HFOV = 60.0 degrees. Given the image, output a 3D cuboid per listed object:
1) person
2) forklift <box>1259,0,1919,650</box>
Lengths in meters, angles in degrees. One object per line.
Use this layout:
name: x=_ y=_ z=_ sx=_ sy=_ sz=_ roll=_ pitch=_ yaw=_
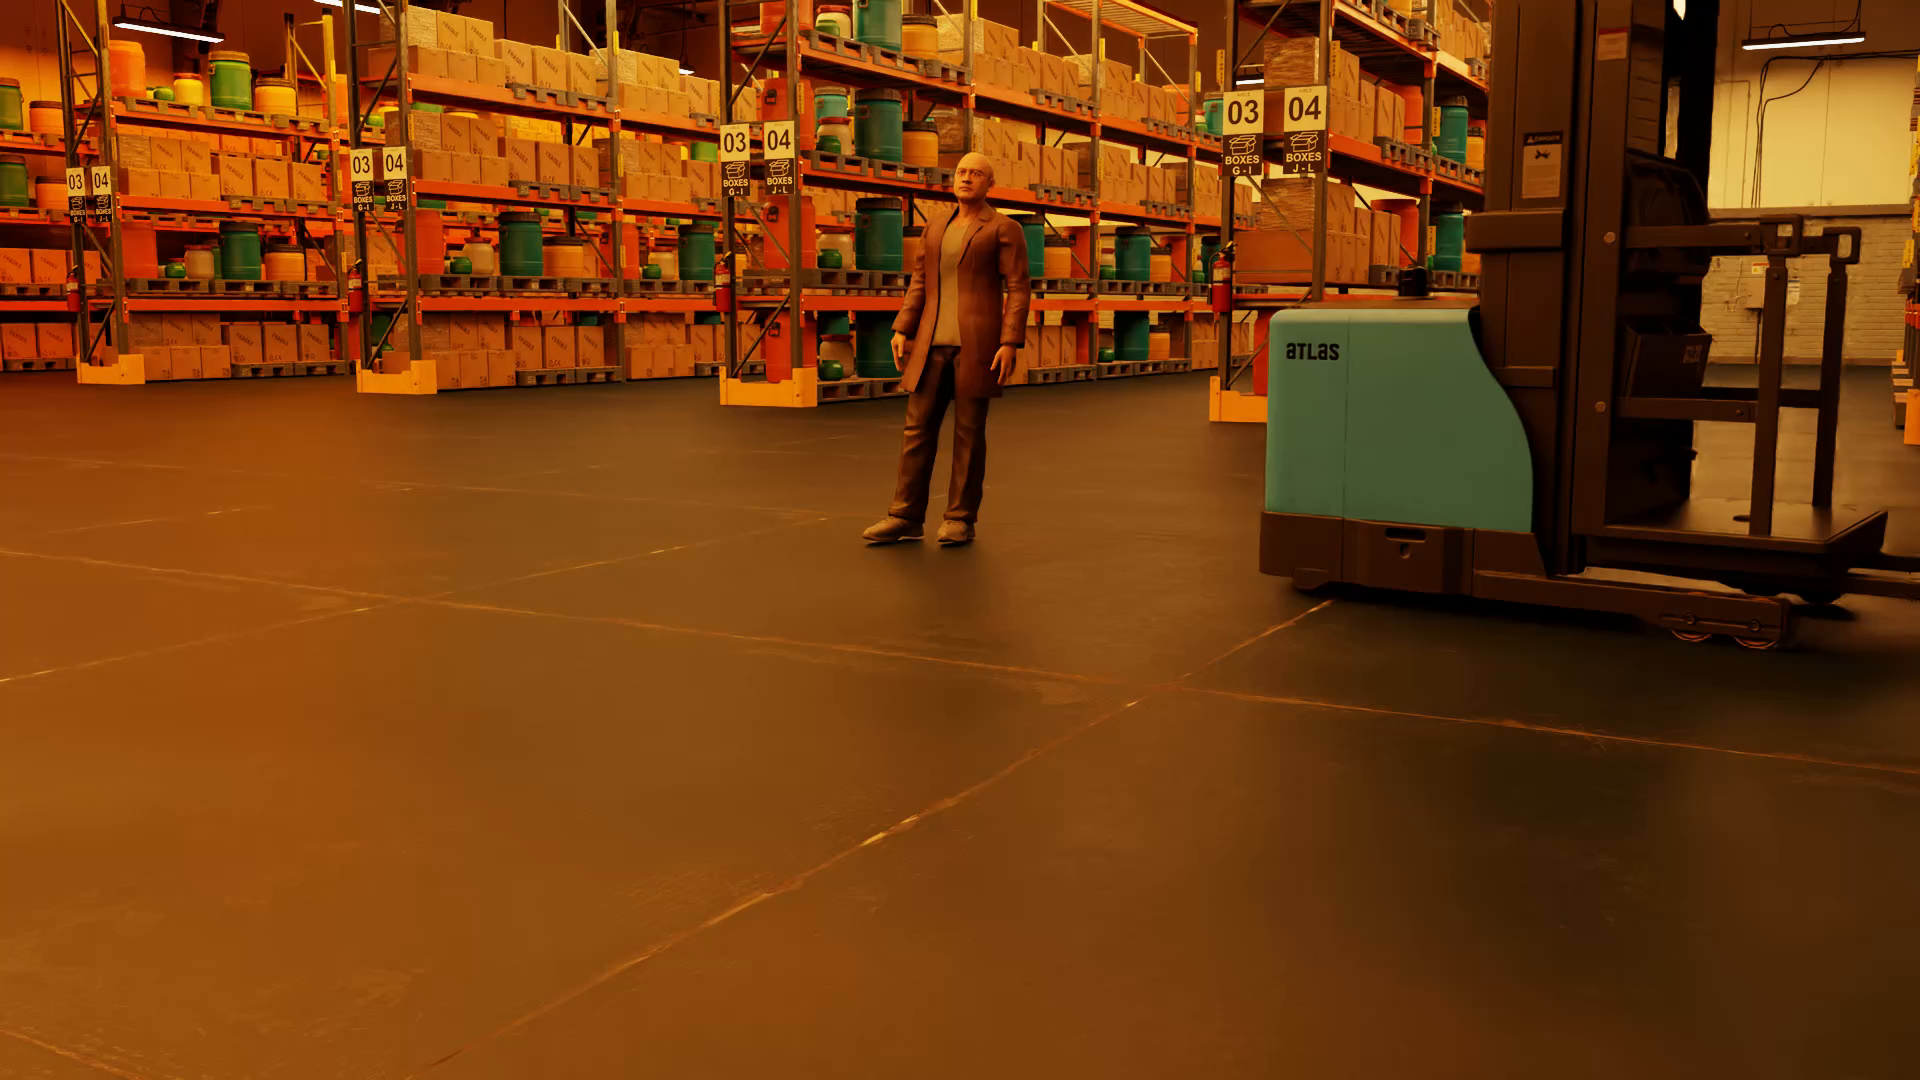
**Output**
person: x=-0.048 y=-0.877 z=7.615 sx=0.694 sy=1.776 sz=0.582 roll=4 pitch=9 yaw=29
forklift: x=2.630 y=-1.185 z=5.681 sx=3.031 sy=2.935 sz=1.130 roll=6 pitch=10 yaw=37
